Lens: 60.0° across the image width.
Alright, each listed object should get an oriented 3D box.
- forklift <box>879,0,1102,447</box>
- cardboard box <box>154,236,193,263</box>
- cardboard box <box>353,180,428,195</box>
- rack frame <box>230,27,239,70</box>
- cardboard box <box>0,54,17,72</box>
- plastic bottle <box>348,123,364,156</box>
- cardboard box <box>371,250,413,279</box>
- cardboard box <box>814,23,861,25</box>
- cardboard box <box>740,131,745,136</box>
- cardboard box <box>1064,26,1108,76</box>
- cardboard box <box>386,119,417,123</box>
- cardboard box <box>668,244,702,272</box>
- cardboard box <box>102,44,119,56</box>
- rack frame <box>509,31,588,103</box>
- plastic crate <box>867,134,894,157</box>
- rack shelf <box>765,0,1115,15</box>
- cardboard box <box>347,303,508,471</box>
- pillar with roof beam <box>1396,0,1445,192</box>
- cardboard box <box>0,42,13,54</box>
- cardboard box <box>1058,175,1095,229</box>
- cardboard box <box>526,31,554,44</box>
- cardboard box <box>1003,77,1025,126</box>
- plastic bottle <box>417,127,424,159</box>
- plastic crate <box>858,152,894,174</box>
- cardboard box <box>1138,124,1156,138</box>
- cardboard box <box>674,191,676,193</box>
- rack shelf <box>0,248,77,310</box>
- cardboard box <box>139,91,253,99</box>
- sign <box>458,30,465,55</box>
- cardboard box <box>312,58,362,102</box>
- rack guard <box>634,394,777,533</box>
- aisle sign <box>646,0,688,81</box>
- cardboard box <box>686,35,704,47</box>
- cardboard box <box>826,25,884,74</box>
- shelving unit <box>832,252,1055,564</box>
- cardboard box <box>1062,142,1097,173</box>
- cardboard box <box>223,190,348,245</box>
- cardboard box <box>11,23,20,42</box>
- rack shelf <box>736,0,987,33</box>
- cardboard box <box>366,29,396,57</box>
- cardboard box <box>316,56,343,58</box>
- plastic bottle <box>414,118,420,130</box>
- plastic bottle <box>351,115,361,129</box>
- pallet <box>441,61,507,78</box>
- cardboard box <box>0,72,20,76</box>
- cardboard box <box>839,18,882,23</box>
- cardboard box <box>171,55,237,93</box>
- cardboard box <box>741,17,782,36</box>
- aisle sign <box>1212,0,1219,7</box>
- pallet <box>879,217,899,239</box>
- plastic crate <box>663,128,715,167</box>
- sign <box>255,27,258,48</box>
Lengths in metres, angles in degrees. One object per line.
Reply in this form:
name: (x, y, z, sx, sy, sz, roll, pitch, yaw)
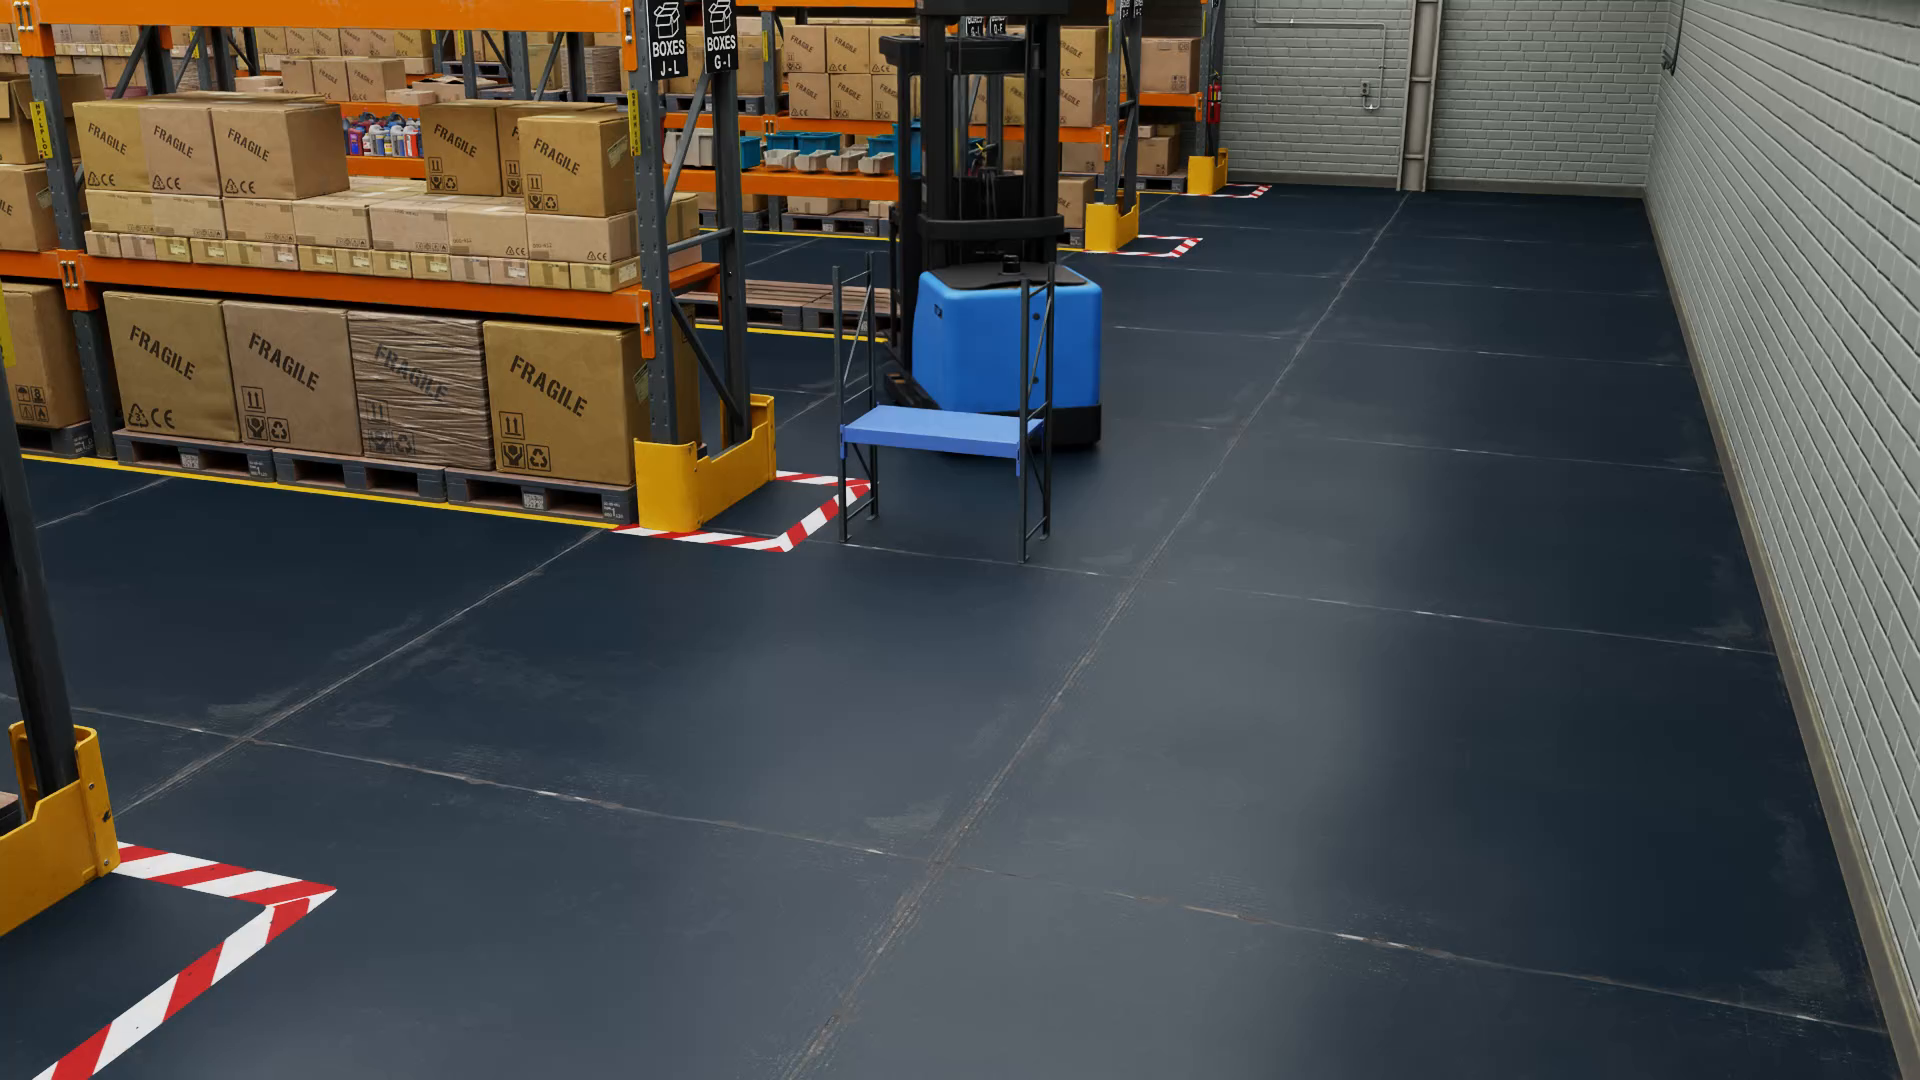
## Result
forklift: (0.069, -2.389, 11.478, 1.130, 2.935, 3.031, -4, 20, -13)
cardboard box: (-4.592, -1.773, 9.986, 0.250, 0.149, 0.380, 7, 20, 20)
cardboard box: (-3.307, -2.021, 10.092, 0.500, 0.250, 0.500, 6, 20, 17)
rack frame: (-11.718, -8.000, 27.469, 0.127, 3.000, 1.000, 7, 20, 18)
cardboard box: (-12.903, -6.452, 22.877, 0.500, 0.500, 0.700, 7, 20, 18)
plastic bottle: (-5.513, -3.655, 15.180, 0.133, 0.283, 0.061, 7, 20, 18)
cardboard box: (-3.135, -1.606, 9.509, 0.250, 0.149, 0.380, 7, 20, 18)
cardboard box: (-1.442, -5.708, 19.224, 0.500, 0.500, 0.500, 7, 20, 18)
cardboard box: (-3.509, -6.199, 24.930, 0.750, 0.750, 0.750, 6, 20, 17)
cardboard box: (1.441, -5.380, 18.283, 0.500, 0.500, 0.500, 7, 20, 20)
cardboard box: (-8.933, -6.695, 26.854, 0.500, 0.500, 0.500, 5, 20, 14)
cardboard box: (-1.708, -1.673, 9.702, 0.250, 0.149, 0.380, 7, 20, 19)
cardboard box: (-11.088, -6.481, 21.974, 0.250, 0.149, 0.380, 7, 20, 20)
rack frame: (-3.634, -3.623, 14.913, 0.127, 3.000, 1.000, 7, 20, 18)
plastic crate: (-0.602, -3.341, 14.266, 0.300, 0.233, 0.416, 7, 20, 18)
rack shelf: (-0.115, -6.024, 18.335, 4.000, 0.370, 1.077, 7, 20, 18)
cardboard box: (-2.971, -0.989, 9.945, 0.875, 0.875, 0.875, 7, 20, 18)
pillar with roof beam: (4.818, -7.743, 17.618, 0.400, 9.000, 9.100, 7, 20, 18)
cardboard box: (-12.790, -6.676, 22.533, 0.250, 0.149, 0.380, 6, 20, 17)
cardboard box: (1.179, -3.740, 18.379, 0.500, 0.500, 0.500, 7, 20, 18)
cardboard box: (-6.312, -7.633, 25.597, 0.500, 0.500, 0.700, 10, 21, 26)
cardboard box: (0.770, -4.797, 18.128, 0.500, 0.500, 0.500, 7, 20, 19)
plastic bottle: (-4.784, -3.617, 14.972, 0.185, 0.351, 0.144, 7, 20, 18)
plastic crate: (-0.685, -3.127, 13.799, 0.243, 0.136, 0.396, 7, 20, 18)
cardboard box: (2.521, -5.597, 22.751, 0.250, 0.149, 0.380, 6, 20, 17)
cardboard box: (-3.503, -4.265, 19.883, 0.500, 0.500, 0.500, 7, 20, 19)
rack shelf: (-7.148, -1.960, 11.234, 4.000, 0.370, 1.077, 7, 20, 18)
cardboard box: (-4.737, -2.540, 10.444, 0.500, 0.500, 0.500, 7, 20, 20)
sign: (-5.962, -5.969, 19.883, 0.005, 0.325, 0.100, 7, 20, 18)
cardboard box: (-7.871, -5.875, 21.222, 0.500, 0.500, 0.500, 7, 20, 18)
rack guard: (-1.458, -0.468, 9.660, 0.348, 0.500, 1.175, 7, 20, 18)
aisle sign: (-1.511, -2.778, 8.538, 0.004, 0.787, 0.394, 7, 20, 18)
cardboard box: (-3.786, -7.201, 24.542, 0.500, 0.500, 0.500, 7, 20, 20)
cardboard box: (-1.164, -5.488, 18.593, 0.500, 0.500, 0.500, 6, 20, 16)
shelving unit: (-0.081, -0.717, 8.856, 1.048, 1.500, 0.538, 7, 20, 18)
cardboard box: (1.754, -5.442, 23.291, 0.500, 0.500, 0.700, 6, 20, 16)
cardboard box: (-3.942, -1.911, 9.778, 0.500, 0.250, 0.500, 7, 20, 19)
cardboard box: (-12.355, -7.004, 22.489, 0.500, 0.500, 0.700, 6, 20, 17)
rack shelf: (-1.744, -4.484, 13.918, 4.000, 0.370, 1.077, 7, 20, 18)
cardboard box: (-8.961, -7.867, 26.148, 0.500, 0.500, 0.500, 6, 20, 18)
cardboard box: (-9.910, -7.623, 26.586, 0.500, 0.250, 0.500, 7, 20, 19)
plastic bottle: (-5.140, -3.877, 15.837, 0.097, 0.271, 0.097, 0, 19, 0)
plastic bottle: (-5.810, -3.966, 16.073, 0.133, 0.283, 0.061, 7, 20, 18)
pallet: (-7.265, -7.349, 25.894, 1.213, 0.211, 1.003, 7, 20, 18)
cardboard box: (-6.510, -2.748, 10.727, 0.637, 0.503, 0.797, 7, 20, 19)
cardboard box: (-1.388, -7.284, 23.642, 0.500, 0.250, 0.500, 7, 20, 19)
cardboard box: (-9.983, -6.120, 21.925, 0.500, 0.500, 0.700, 6, 20, 17)
cardboard box: (-2.835, -7.447, 24.110, 0.500, 0.250, 0.500, 7, 20, 18)
aisle sign: (3.365, -7.398, 21.793, 0.004, 0.787, 0.394, 7, 20, 18)
pallet: (-0.200, -3.640, 19.199, 1.213, 0.211, 1.003, 7, 20, 18)
plastic crate: (-2.252, -3.373, 14.286, 0.530, 0.282, 0.437, 7, 20, 18)
sign: (-9.393, -6.706, 22.119, 0.005, 0.325, 0.100, 7, 20, 18)
